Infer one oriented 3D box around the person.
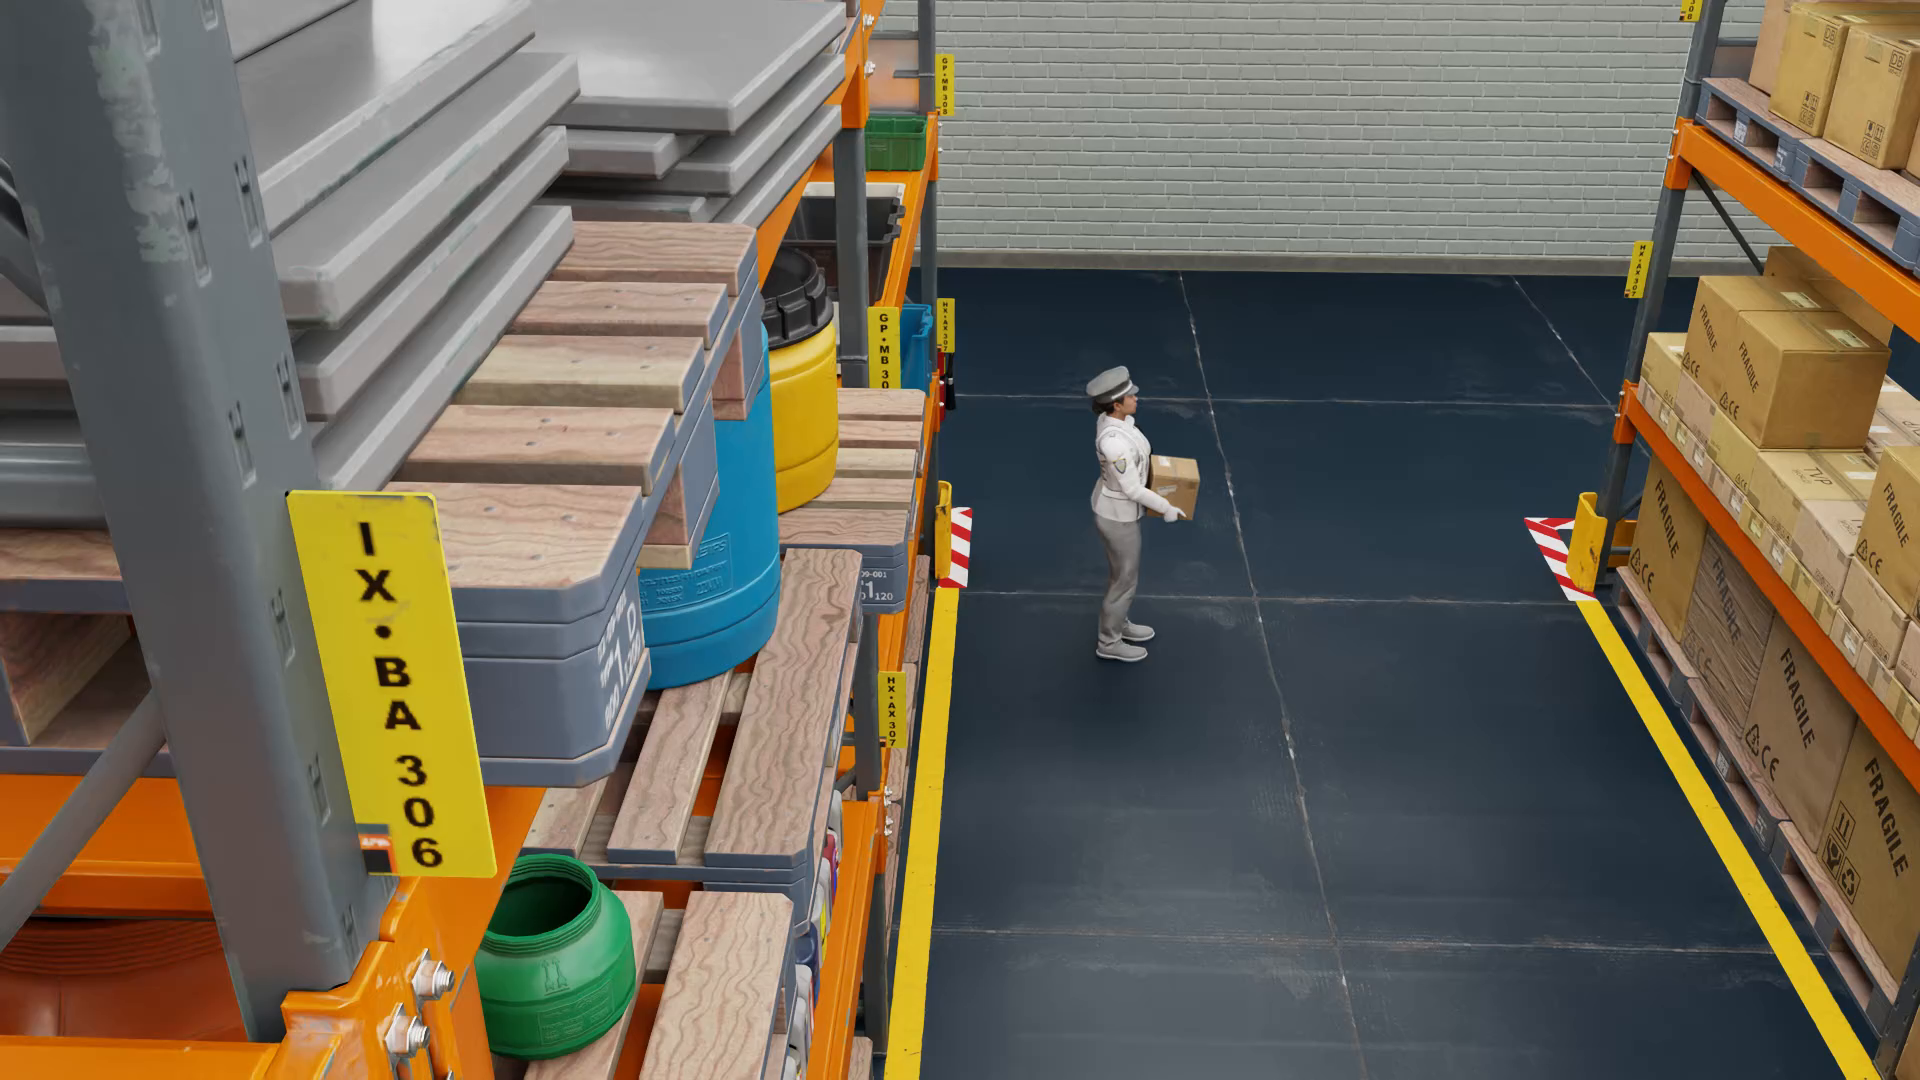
[{"bbox_3d":[0.942,-0.147,9.088,0.554,1.688,0.463,1,28,2],"label":"person"}]
